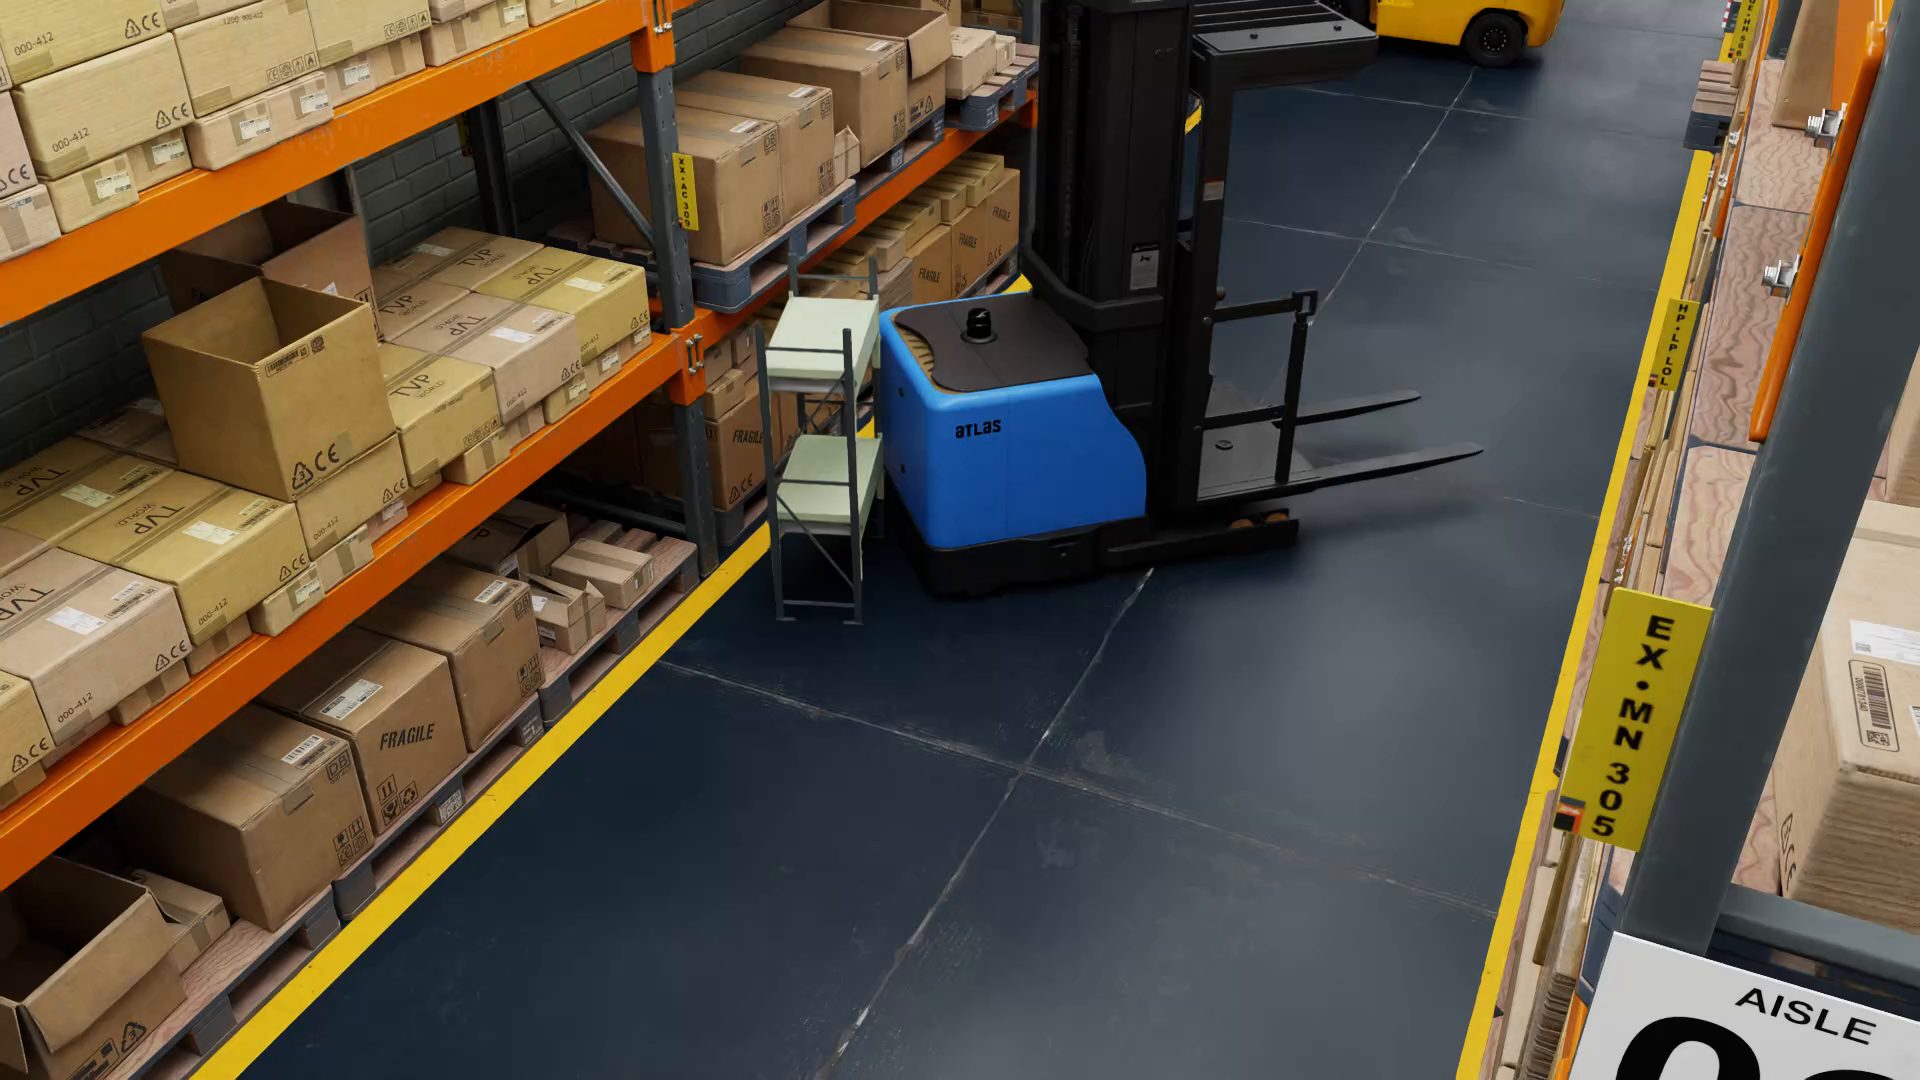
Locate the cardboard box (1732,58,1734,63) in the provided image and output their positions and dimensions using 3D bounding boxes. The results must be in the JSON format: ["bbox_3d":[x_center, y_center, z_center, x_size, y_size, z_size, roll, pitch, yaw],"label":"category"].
[{"bbox_3d":[6.429,-3.708,13.294,0.500,0.250,0.500,13,36,19],"label":"cardboard box"}]

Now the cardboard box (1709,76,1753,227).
[{"bbox_3d":[3.467,-1.583,6.926,0.500,0.500,0.500,15,36,21],"label":"cardboard box"}]

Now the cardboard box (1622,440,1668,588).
[{"bbox_3d":[2.431,0.057,5.336,0.500,0.500,0.500,15,36,22],"label":"cardboard box"}]

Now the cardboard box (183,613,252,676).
[{"bbox_3d":[-2.521,0.264,5.341,0.380,0.149,0.250,15,36,21],"label":"cardboard box"}]

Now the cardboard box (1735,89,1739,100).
[{"bbox_3d":[4.509,-2.504,9.180,0.380,0.149,0.250,15,36,21],"label":"cardboard box"}]

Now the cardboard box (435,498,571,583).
[{"bbox_3d":[-2.136,0.012,7.565,0.500,0.311,0.500,15,36,22],"label":"cardboard box"}]

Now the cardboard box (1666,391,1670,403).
[{"bbox_3d":[3.038,-0.546,6.484,0.500,0.250,0.500,14,36,20],"label":"cardboard box"}]

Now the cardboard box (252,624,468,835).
[{"bbox_3d":[-2.271,0.711,6.327,0.500,0.500,0.500,15,36,21],"label":"cardboard box"}]

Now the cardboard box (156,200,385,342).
[{"bbox_3d":[-2.509,-0.906,6.078,0.500,0.500,0.500,13,35,19],"label":"cardboard box"}]

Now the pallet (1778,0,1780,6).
[{"bbox_3d":[3.204,-1.717,5.571,0.805,0.209,1.217,13,35,19],"label":"pallet"}]

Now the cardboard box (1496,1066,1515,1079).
[{"bbox_3d":[1.752,2.004,4.411,0.875,0.438,0.875,15,36,22],"label":"cardboard box"}]

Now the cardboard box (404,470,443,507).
[{"bbox_3d":[-2.150,-0.259,6.138,0.380,0.149,0.250,15,36,21],"label":"cardboard box"}]

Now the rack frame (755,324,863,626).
[{"bbox_3d":[-0.647,-0.248,7.261,0.400,1.500,0.023,3,33,5],"label":"rack frame"}]

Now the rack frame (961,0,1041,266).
[{"bbox_3d":[0.029,-3.203,10.400,1.000,3.000,0.127,14,36,20],"label":"rack frame"}]

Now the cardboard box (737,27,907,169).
[{"bbox_3d":[-0.694,-2.267,8.498,0.700,0.500,0.500,14,36,20],"label":"cardboard box"}]

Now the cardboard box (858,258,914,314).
[{"bbox_3d":[-0.589,-1.303,9.398,0.500,0.500,0.500,13,35,19],"label":"cardboard box"}]

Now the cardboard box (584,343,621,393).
[{"bbox_3d":[-1.638,-0.755,6.895,0.380,0.149,0.250,15,36,22],"label":"cardboard box"}]

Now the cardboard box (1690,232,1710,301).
[{"bbox_3d":[3.243,-1.006,6.730,0.500,0.250,0.500,15,36,22],"label":"cardboard box"}]

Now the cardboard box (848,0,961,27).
[{"bbox_3d":[-0.328,-3.200,9.921,0.500,0.500,0.500,16,36,23],"label":"cardboard box"}]

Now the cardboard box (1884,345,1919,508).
[{"bbox_3d":[1.864,-0.251,2.768,0.500,0.311,0.500,15,36,21],"label":"cardboard box"}]

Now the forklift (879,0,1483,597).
[{"bbox_3d":[1.151,-1.426,7.752,3.031,2.935,1.130,-10,35,-15],"label":"forklift"}]

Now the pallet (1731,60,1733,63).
[{"bbox_3d":[6.970,-3.845,13.921,1.003,0.211,1.213,14,36,20],"label":"pallet"}]

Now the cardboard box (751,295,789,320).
[{"bbox_3d":[-1.008,-1.156,8.583,0.380,0.149,0.250,14,36,20],"label":"cardboard box"}]

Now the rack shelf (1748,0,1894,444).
[{"bbox_3d":[2.029,-1.119,2.771,1.077,0.370,4.000,14,36,20],"label":"rack shelf"}]

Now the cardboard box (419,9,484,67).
[{"bbox_3d":[-1.859,-1.739,5.661,0.380,0.149,0.250,14,36,20],"label":"cardboard box"}]

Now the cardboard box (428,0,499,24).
[{"bbox_3d":[-1.827,-1.968,5.646,0.500,0.250,0.500,13,35,19],"label":"cardboard box"}]

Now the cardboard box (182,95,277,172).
[{"bbox_3d":[-2.244,-1.215,4.861,0.380,0.149,0.250,14,36,21],"label":"cardboard box"}]

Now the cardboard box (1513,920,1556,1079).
[{"bbox_3d":[1.583,1.070,3.791,0.500,0.500,0.500,15,36,22],"label":"cardboard box"}]

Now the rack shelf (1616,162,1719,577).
[{"bbox_3d":[3.702,-0.770,7.344,1.077,0.370,4.000,14,36,20],"label":"rack shelf"}]

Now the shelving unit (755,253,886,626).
[{"bbox_3d":[-0.610,-0.448,7.566,0.431,1.500,0.755,3,33,5],"label":"shelving unit"}]

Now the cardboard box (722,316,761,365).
[{"bbox_3d":[-1.188,-0.995,8.066,0.380,0.149,0.250,12,35,18],"label":"cardboard box"}]

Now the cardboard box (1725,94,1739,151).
[{"bbox_3d":[4.103,-2.017,8.272,0.500,0.250,0.500,14,36,20],"label":"cardboard box"}]

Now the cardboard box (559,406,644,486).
[{"bbox_3d":[-1.708,-0.654,8.408,0.500,0.500,0.500,14,36,20],"label":"cardboard box"}]

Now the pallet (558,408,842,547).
[{"bbox_3d":[-1.339,-0.459,8.757,1.003,0.211,1.213,14,36,20],"label":"pallet"}]

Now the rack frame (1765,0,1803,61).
[{"bbox_3d":[2.865,-2.583,3.983,1.000,3.000,0.127,14,36,20],"label":"rack frame"}]

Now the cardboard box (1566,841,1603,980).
[{"bbox_3d":[1.276,0.682,2.880,0.380,0.149,0.250,14,36,20],"label":"cardboard box"}]

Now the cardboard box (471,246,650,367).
[{"bbox_3d":[-1.636,-0.963,6.849,0.500,0.250,0.500,15,36,22],"label":"cardboard box"}]

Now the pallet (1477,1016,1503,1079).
[{"bbox_3d":[1.967,2.062,4.912,1.003,0.211,1.213,14,36,20],"label":"pallet"}]

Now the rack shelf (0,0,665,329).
[{"bbox_3d":[-2.481,-1.169,5.217,1.077,0.370,4.000,14,36,20],"label":"rack shelf"}]

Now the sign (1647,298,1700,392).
[{"bbox_3d":[2.368,-0.645,5.515,0.100,0.325,0.005,14,36,20],"label":"sign"}]

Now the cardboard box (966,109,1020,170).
[{"bbox_3d":[0.302,-2.693,11.405,0.875,0.625,0.625,15,36,22],"label":"cardboard box"}]

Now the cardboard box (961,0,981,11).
[{"bbox_3d":[-0.036,-3.637,10.742,0.500,0.250,0.500,15,36,22],"label":"cardboard box"}]

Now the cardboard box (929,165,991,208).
[{"bbox_3d":[-0.034,-2.158,10.110,0.380,0.149,0.250,12,35,18],"label":"cardboard box"}]

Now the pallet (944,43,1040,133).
[{"bbox_3d":[-0.191,-2.769,9.913,1.213,0.211,1.003,14,36,20],"label":"pallet"}]

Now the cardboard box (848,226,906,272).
[{"bbox_3d":[-0.528,-1.647,9.331,0.380,0.149,0.250,12,35,18],"label":"cardboard box"}]

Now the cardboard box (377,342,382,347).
[{"bbox_3d":[-2.518,-0.580,6.265,0.500,0.250,0.500,15,36,22],"label":"cardboard box"}]

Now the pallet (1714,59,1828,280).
[{"bbox_3d":[2.514,-0.887,4.212,1.003,0.211,1.213,14,36,20],"label":"pallet"}]

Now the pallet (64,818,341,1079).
[{"bbox_3d":[-2.954,1.512,5.752,1.003,0.211,1.213,14,36,20],"label":"pallet"}]

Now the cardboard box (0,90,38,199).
[{"bbox_3d":[-2.690,-0.951,4.095,0.500,0.250,0.500,15,36,21],"label":"cardboard box"}]

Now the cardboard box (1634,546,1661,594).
[{"bbox_3d":[1.791,0.401,3.901,0.500,0.500,0.500,14,36,20],"label":"cardboard box"}]

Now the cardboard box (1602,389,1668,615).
[{"bbox_3d":[3.423,-0.140,7.283,0.875,0.875,0.875,15,36,22],"label":"cardboard box"}]

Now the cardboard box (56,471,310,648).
[{"bbox_3d":[-2.464,0.051,5.303,0.500,0.250,0.500,13,36,20],"label":"cardboard box"}]
